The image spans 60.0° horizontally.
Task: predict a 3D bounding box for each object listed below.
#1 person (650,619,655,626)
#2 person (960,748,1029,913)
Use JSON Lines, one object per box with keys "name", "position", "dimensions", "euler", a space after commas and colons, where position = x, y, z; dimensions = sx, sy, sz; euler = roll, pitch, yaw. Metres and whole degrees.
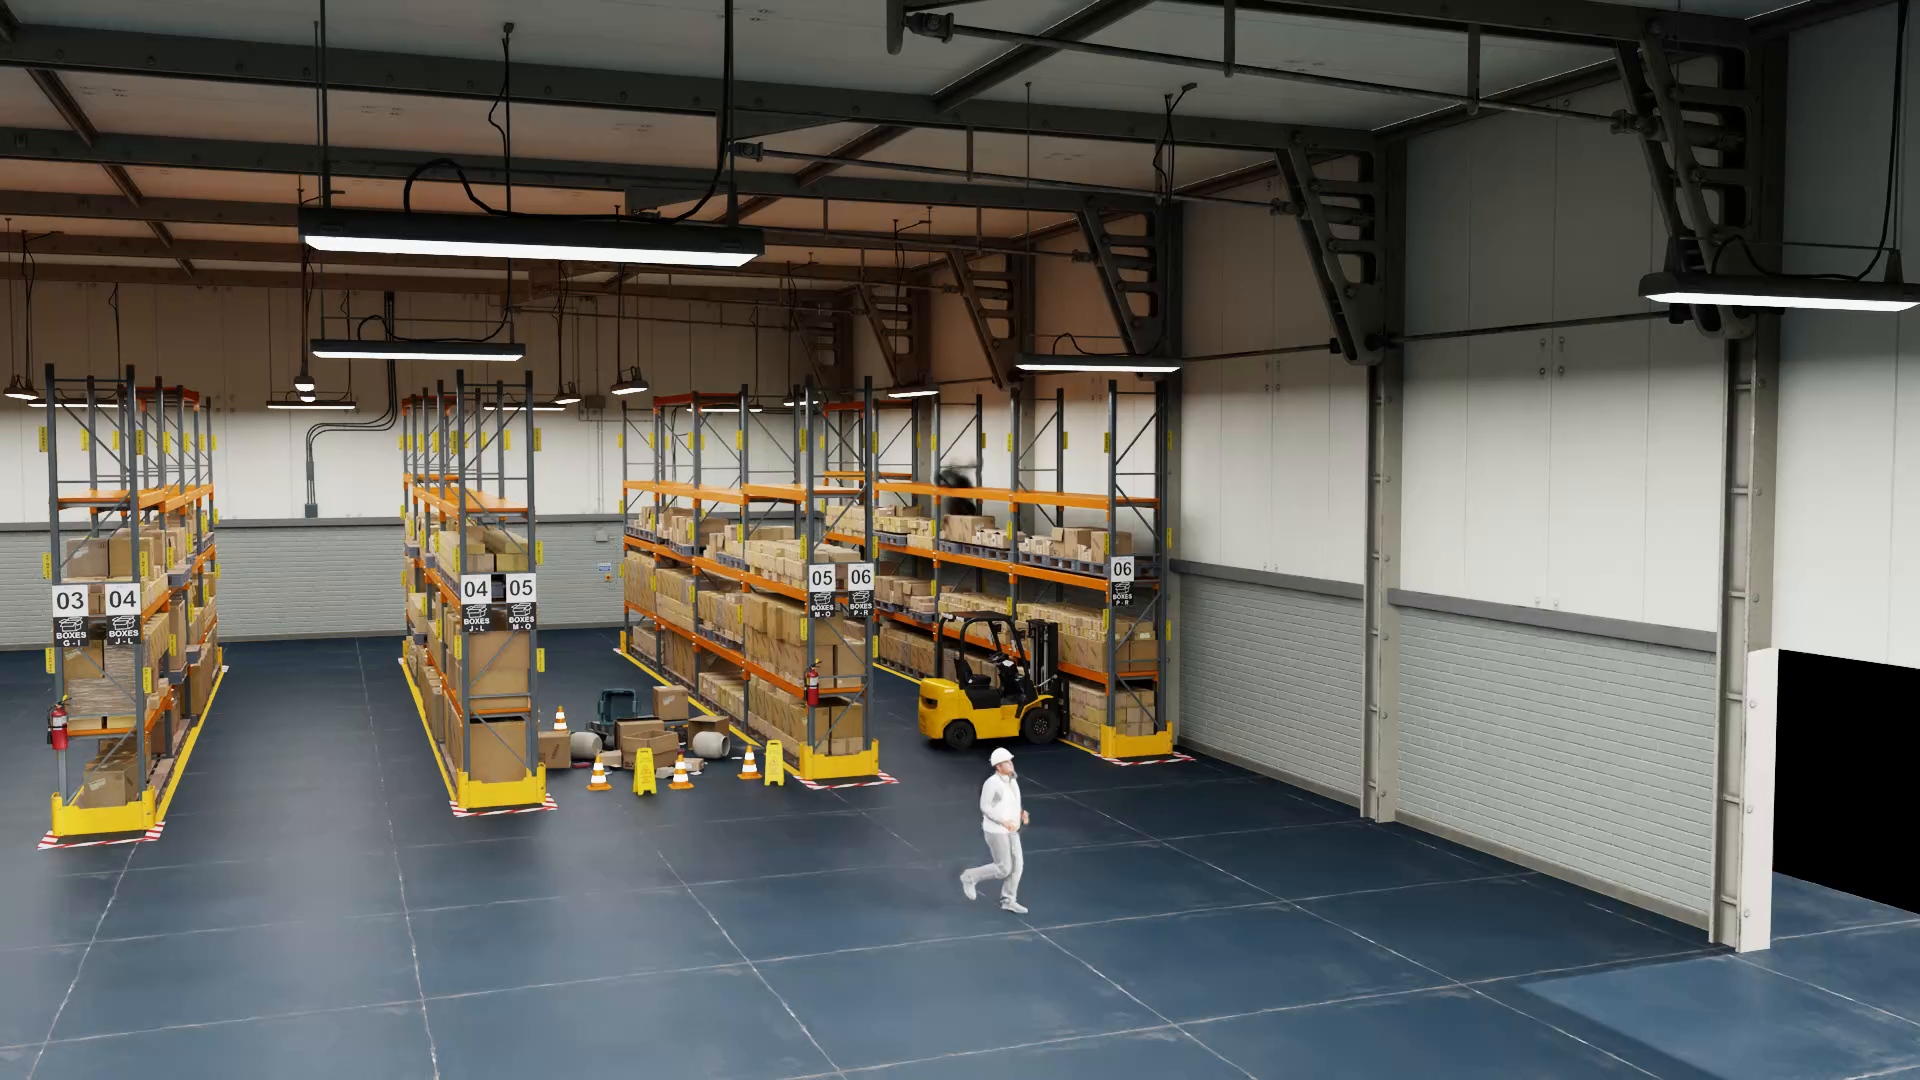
{"name": "person", "position": [-7.432, 1.747, 41.100], "dimensions": [0.800, 1.712, 0.759], "euler": [1, 3, 11]}
{"name": "person", "position": [0.404, 3.098, 17.848], "dimensions": [0.723, 1.760, 0.667], "euler": [2, 4, 28]}
